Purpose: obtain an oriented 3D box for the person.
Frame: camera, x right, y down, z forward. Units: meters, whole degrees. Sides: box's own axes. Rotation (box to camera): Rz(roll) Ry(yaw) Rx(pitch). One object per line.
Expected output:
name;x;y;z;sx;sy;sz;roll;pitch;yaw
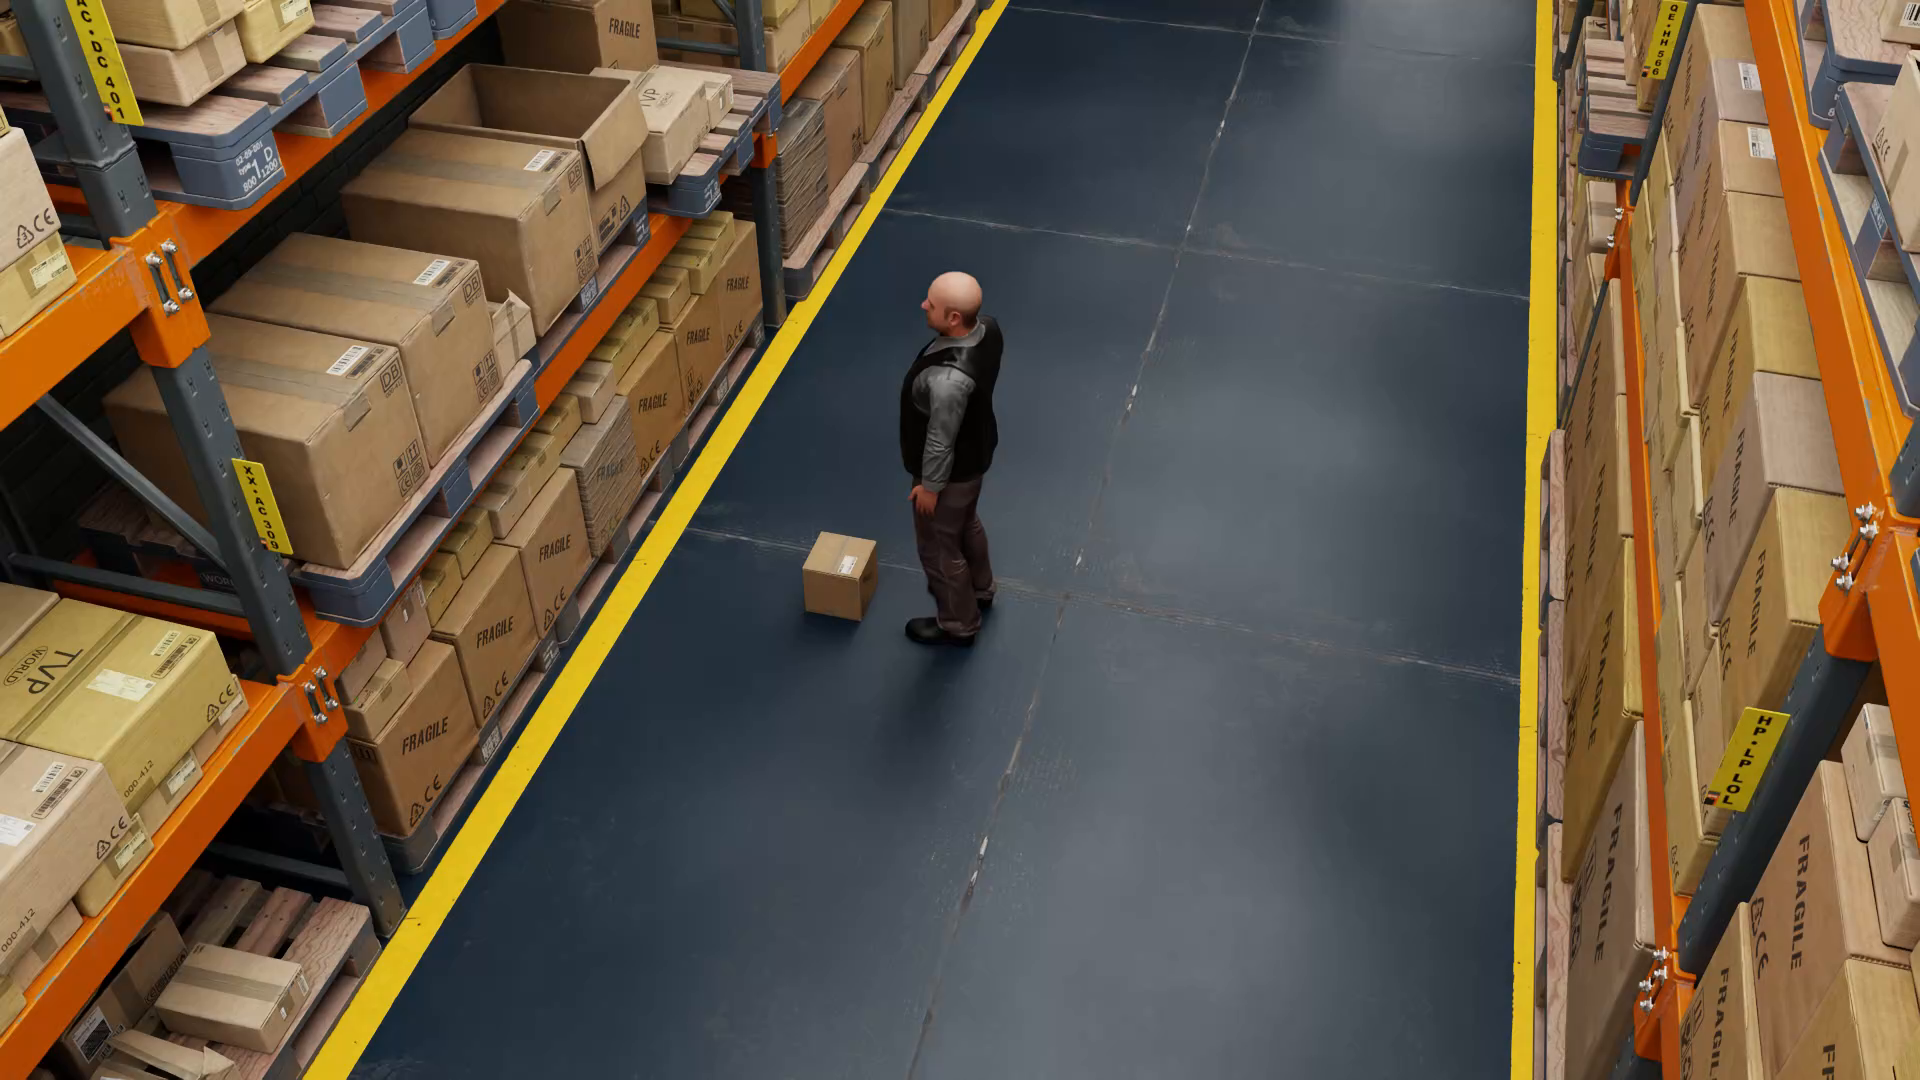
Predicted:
person;-0.044;-0.268;6.569;0.359;1.634;0.531;11;42;12
